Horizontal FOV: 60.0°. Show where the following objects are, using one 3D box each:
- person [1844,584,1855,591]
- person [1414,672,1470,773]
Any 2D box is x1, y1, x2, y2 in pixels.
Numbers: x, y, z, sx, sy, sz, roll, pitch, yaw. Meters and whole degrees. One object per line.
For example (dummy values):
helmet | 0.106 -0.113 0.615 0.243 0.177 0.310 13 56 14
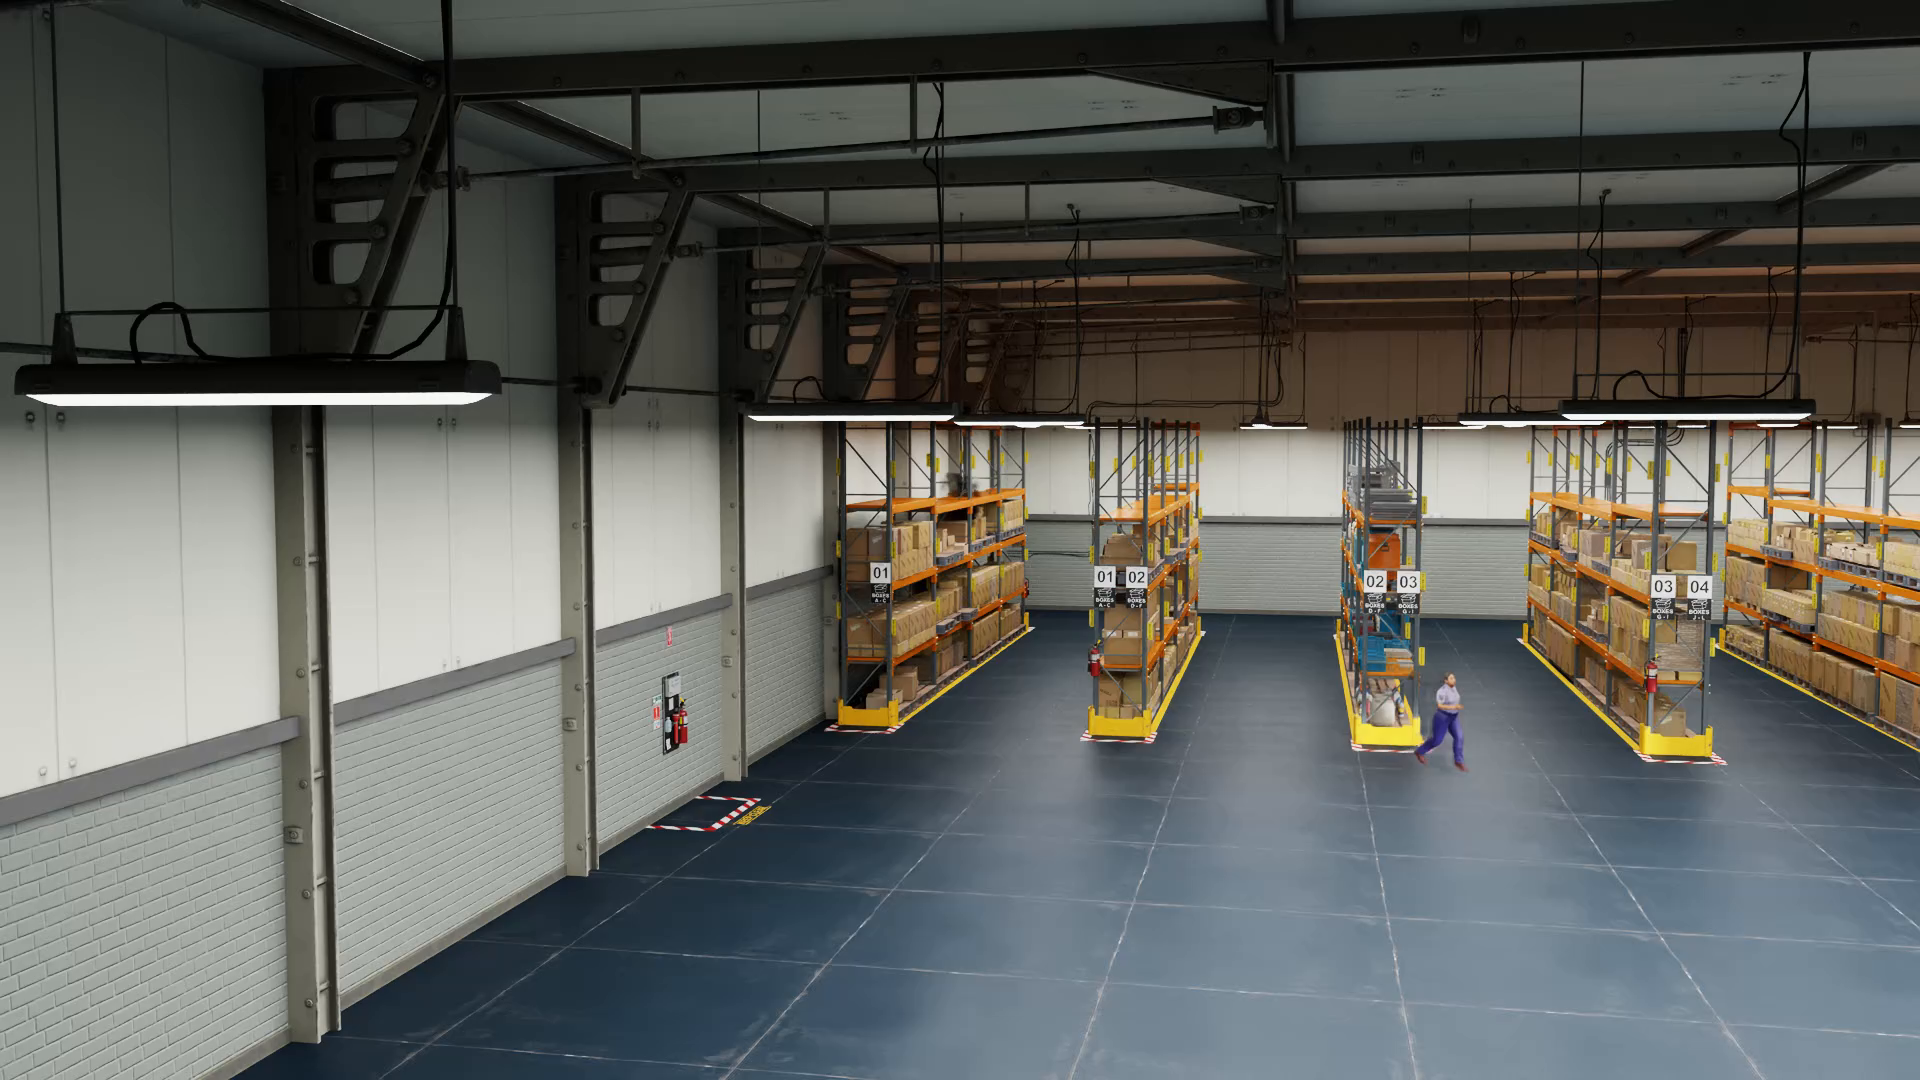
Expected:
person | 23.733 2.003 44.536 0.528 1.648 0.589 1 4 13
person | 8.224 3.072 28.252 0.614 1.679 0.930 -3 5 -39
